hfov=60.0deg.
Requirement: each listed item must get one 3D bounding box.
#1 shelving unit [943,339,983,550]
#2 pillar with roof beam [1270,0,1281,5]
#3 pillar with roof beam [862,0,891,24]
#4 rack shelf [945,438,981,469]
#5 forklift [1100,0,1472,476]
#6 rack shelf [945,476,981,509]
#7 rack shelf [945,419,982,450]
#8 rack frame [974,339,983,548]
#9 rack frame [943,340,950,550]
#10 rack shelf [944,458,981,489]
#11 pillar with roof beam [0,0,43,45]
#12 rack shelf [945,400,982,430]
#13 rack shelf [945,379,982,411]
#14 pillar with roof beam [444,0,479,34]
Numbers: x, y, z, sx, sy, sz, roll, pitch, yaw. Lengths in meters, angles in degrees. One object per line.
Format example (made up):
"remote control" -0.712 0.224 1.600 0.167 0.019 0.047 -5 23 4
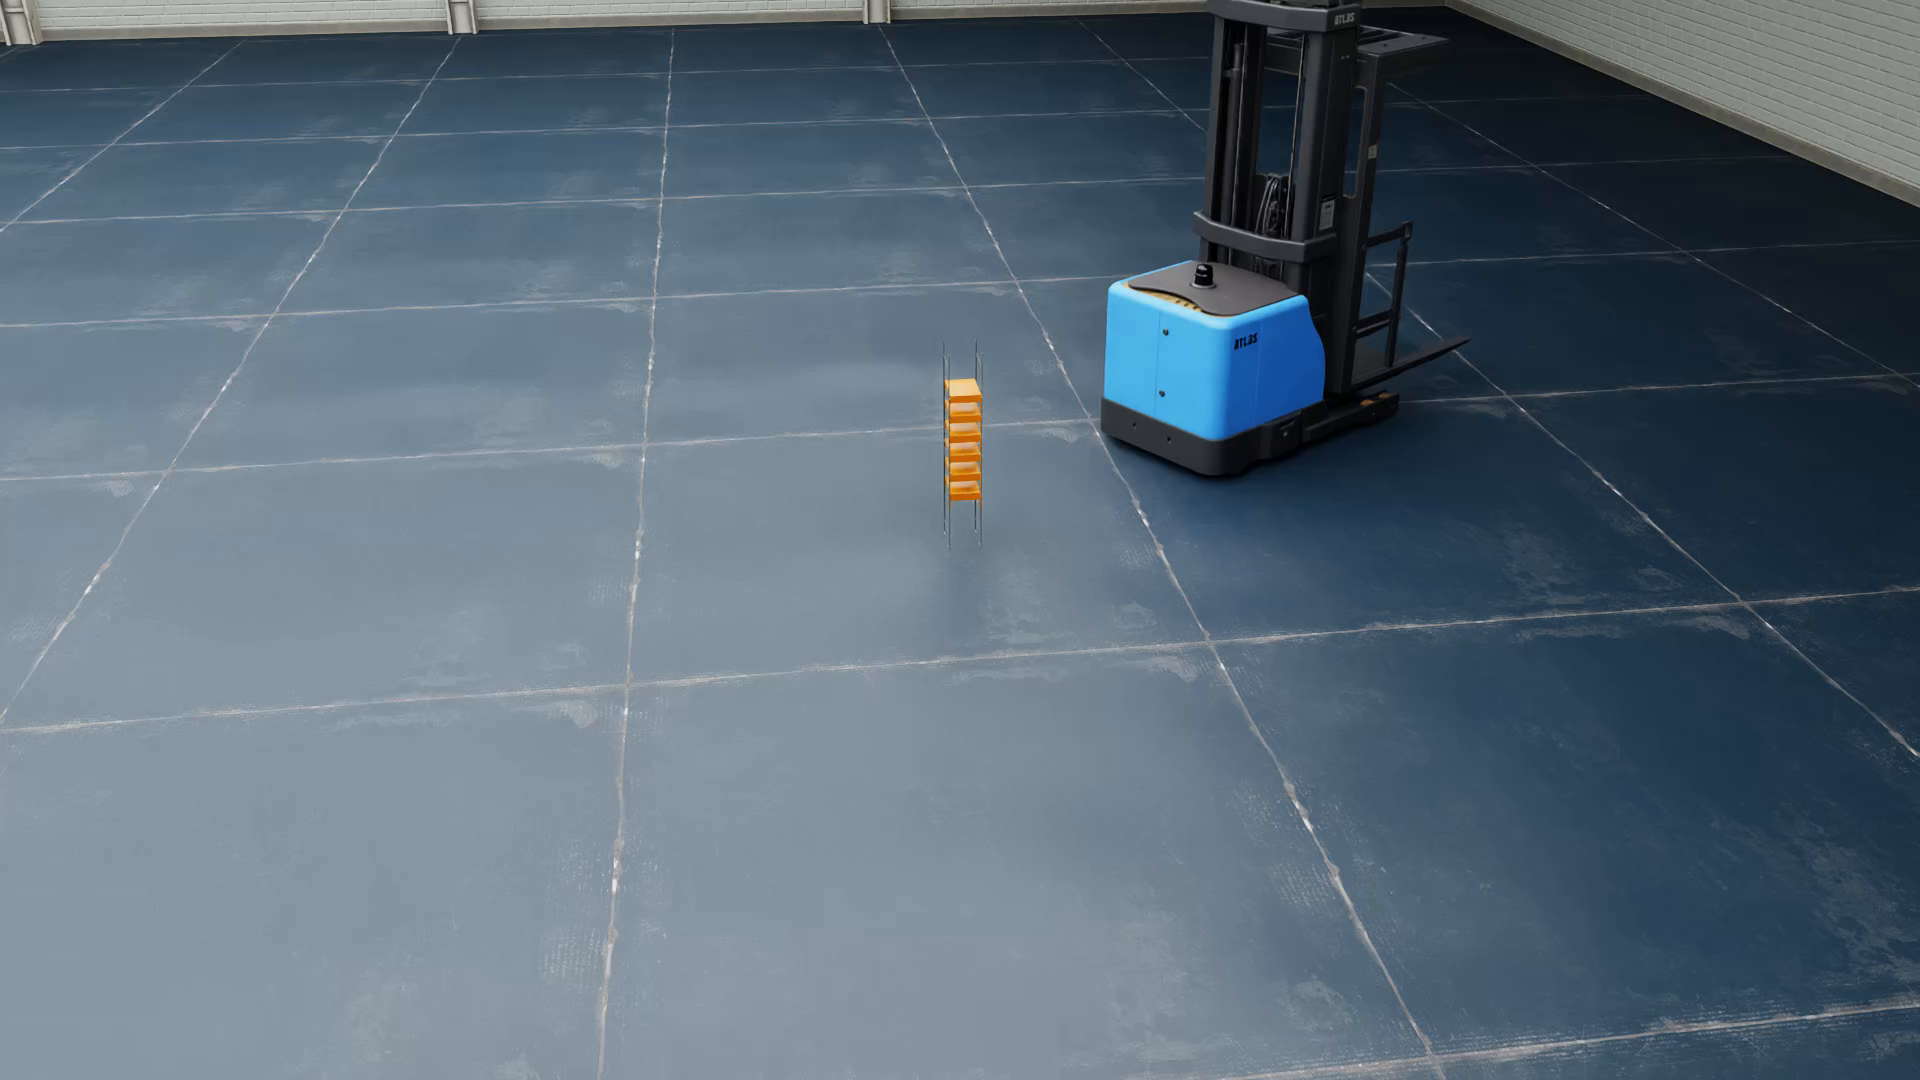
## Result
"shelving unit" 0.014 -0.535 9.478 0.189 1.200 0.258 -4 27 -7
"pillar with roof beam" 5.294 -10.186 19.745 0.400 9.000 9.100 -4 27 -7
"pillar with roof beam" -0.647 -9.805 19.001 0.400 9.000 9.100 -4 27 -7
"rack shelf" 0.014 -0.495 9.498 0.180 0.103 0.258 -4 27 -7
"forklift" 2.377 -2.252 10.928 3.031 2.935 1.130 -21 34 -35
"rack shelf" 0.014 -0.282 9.608 0.180 0.103 0.258 -4 27 -7
"rack shelf" 0.014 -0.602 9.443 0.180 0.103 0.258 -4 27 -7
"rack frame" 0.105 -0.541 9.489 0.006 1.200 0.240 -4 27 -7
"rack frame" -0.076 -0.529 9.467 0.006 1.200 0.240 -4 27 -7
"rack shelf" 0.014 -0.388 9.553 0.180 0.103 0.258 -4 27 -7
"pillar with roof beam" -12.530 -9.041 17.514 0.400 9.000 9.100 -4 27 -7
"rack shelf" 0.014 -0.709 9.389 0.180 0.103 0.258 -4 27 -7
"rack shelf" 0.014 -0.816 9.334 0.180 0.103 0.258 -4 27 -7
"pillar with roof beam" -6.589 -9.423 18.258 0.400 9.000 9.100 -4 27 -7
